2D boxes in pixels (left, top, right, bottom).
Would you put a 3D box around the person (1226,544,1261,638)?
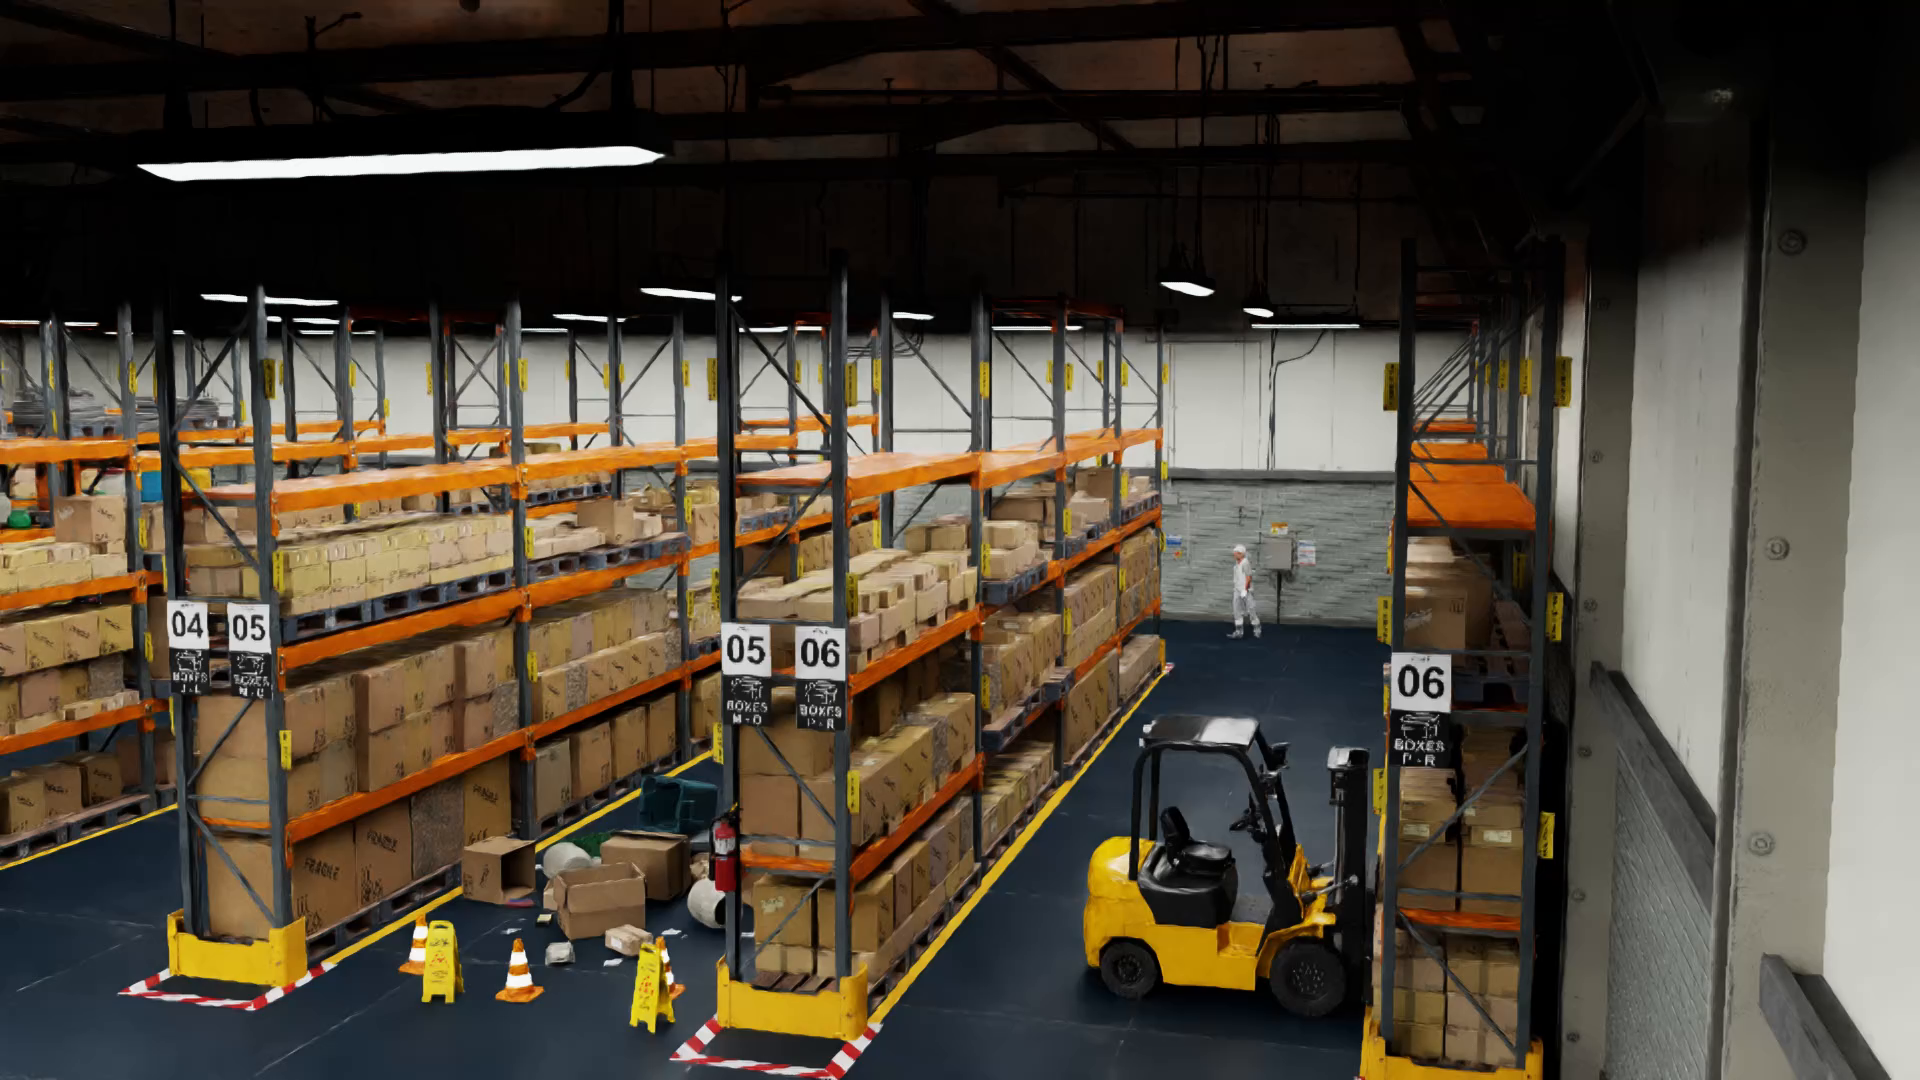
[{"bbox_3d":[5.377,0.970,31.404,0.620,1.784,0.566,-2,6,-19],"label":"person"}]
